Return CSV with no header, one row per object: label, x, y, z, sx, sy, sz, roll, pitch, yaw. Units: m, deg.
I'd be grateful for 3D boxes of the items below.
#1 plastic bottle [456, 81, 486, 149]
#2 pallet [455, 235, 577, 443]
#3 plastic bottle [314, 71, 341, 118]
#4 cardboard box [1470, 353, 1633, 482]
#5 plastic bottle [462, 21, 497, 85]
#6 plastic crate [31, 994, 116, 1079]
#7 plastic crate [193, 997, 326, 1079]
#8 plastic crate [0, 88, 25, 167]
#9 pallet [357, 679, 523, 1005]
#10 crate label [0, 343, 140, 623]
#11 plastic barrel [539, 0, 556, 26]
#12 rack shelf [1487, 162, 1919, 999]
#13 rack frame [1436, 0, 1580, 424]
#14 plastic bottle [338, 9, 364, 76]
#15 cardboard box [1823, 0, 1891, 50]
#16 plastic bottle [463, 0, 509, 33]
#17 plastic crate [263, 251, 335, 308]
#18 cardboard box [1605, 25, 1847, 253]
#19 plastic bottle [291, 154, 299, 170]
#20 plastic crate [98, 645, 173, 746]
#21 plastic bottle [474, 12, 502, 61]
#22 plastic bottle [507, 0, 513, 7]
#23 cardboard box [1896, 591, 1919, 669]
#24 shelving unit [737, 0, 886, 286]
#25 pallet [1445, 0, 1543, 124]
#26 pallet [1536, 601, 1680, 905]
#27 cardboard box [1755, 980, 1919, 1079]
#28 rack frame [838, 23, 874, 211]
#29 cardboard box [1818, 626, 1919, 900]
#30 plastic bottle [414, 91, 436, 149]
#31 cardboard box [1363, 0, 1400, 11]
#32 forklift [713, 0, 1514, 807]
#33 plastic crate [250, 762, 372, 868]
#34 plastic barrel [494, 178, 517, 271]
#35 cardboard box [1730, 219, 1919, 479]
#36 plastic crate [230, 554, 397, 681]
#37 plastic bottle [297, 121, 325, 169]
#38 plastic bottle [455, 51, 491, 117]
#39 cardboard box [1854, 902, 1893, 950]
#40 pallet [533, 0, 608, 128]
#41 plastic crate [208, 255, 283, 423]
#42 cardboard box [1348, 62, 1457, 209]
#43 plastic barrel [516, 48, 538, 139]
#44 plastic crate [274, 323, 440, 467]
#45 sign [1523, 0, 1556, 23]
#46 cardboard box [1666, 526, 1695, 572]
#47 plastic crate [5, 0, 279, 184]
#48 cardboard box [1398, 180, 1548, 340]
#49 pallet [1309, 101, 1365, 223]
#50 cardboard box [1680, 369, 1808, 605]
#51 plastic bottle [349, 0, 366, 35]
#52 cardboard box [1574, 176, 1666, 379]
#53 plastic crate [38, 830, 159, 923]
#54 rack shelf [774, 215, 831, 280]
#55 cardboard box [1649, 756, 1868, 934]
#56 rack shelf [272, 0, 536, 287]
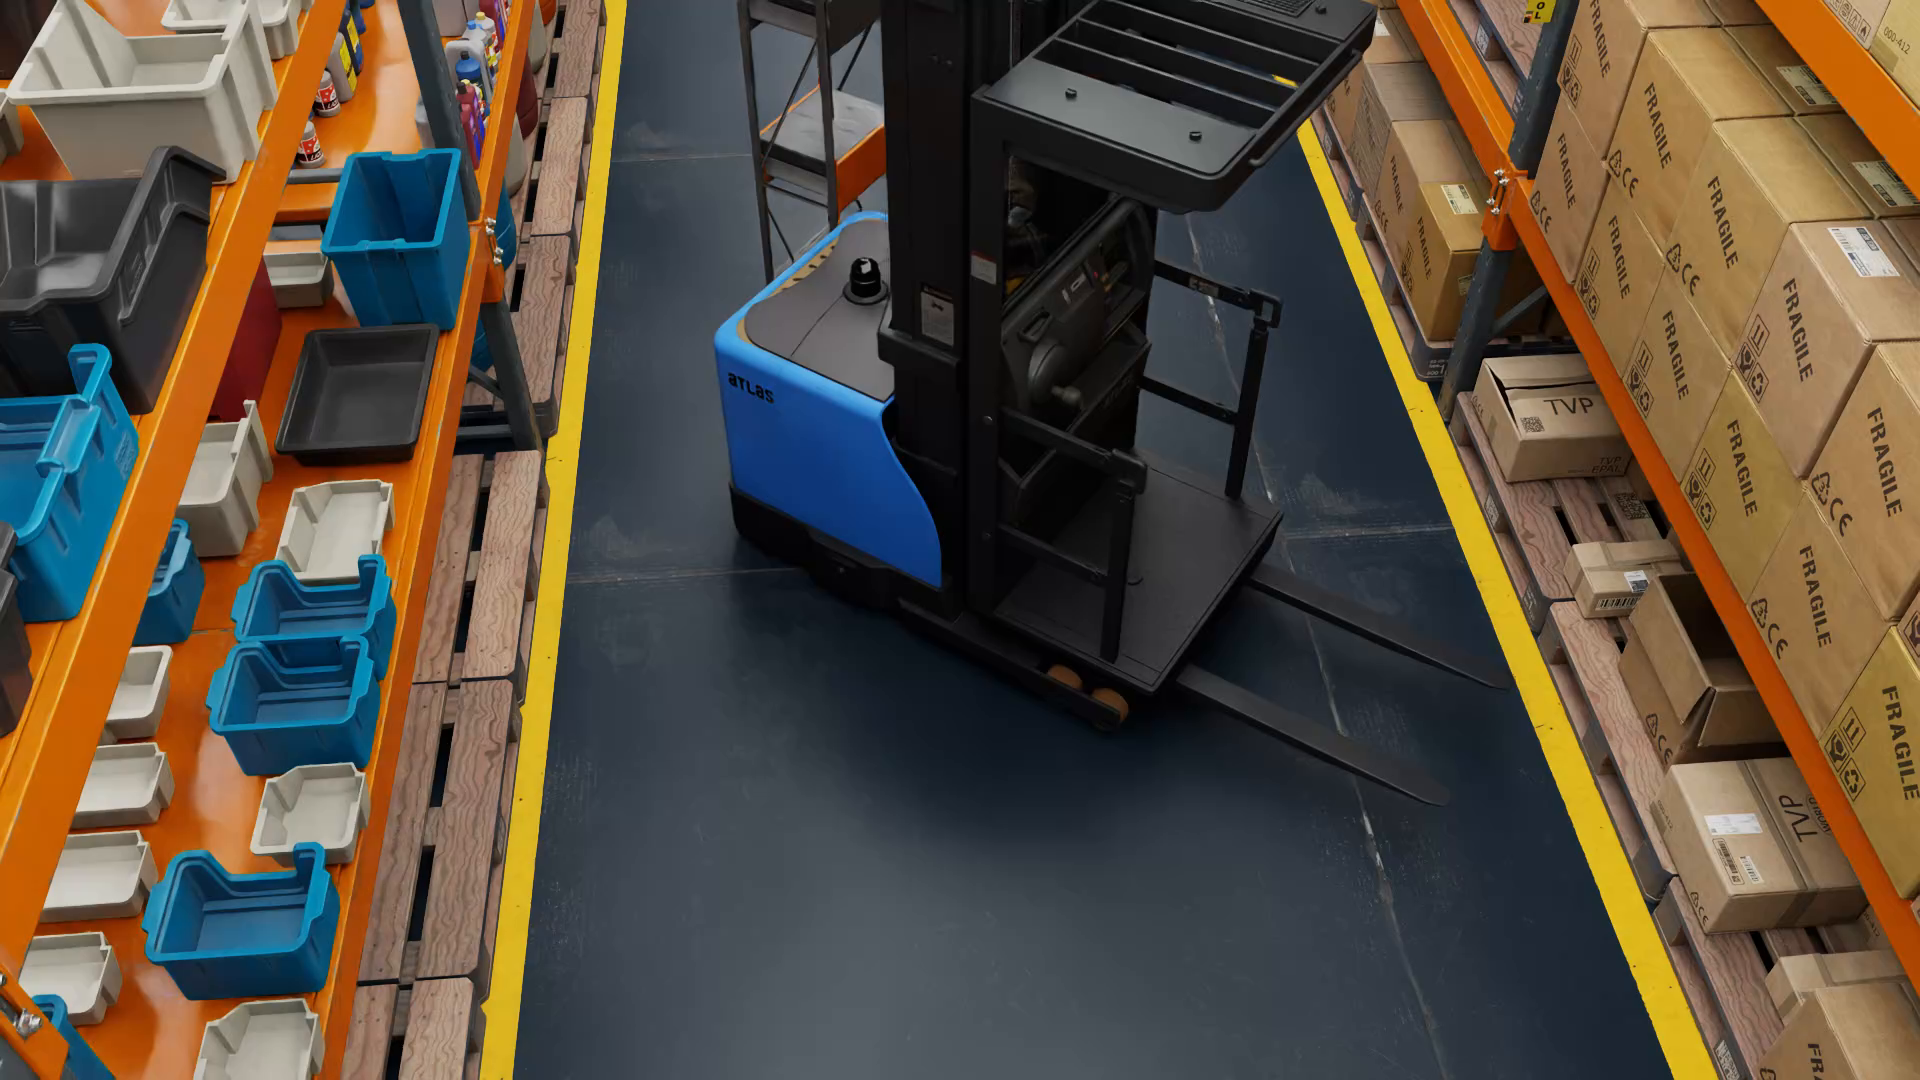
plastic bottle,-1.913,-1.673,6.486,0.061,0.283,0.133,-3,47,-3
pallet,-2.319,-0.928,7.620,1.003,0.211,1.213,-3,47,-3
plastic bottle,-2.559,-1.808,6.670,0.097,0.201,0.097,0,47,0
cardboard box,2.460,-0.534,6.875,0.500,0.311,0.500,-3,47,-3
plastic bottle,-1.968,-1.990,6.794,0.097,0.271,0.097,0,47,0
plastic crate,-2.176,1.305,3.519,0.616,0.435,0.499,-3,47,-3
plastic crate,-1.598,1.203,3.822,0.250,0.136,0.298,-3,47,-3
plastic crate,-2.382,-0.852,3.743,0.437,0.136,0.530,-3,47,-3
pallet,-2.091,1.048,5.749,1.003,0.211,1.213,-3,47,-3
crate label,-1.717,-0.099,2.951,0.408,0.251,0.502,-3,47,-3
plastic barrel,-2.573,-3.265,9.118,0.600,0.830,0.708,-3,47,-3
rack shelf,2.807,0.070,5.249,1.077,0.370,4.000,-3,47,-3
rack frame,2.640,-1.624,6.359,1.000,3.000,0.127,-3,47,-3
plastic bottle,-2.571,-2.096,6.840,0.144,0.351,0.185,-3,47,-3
cardboard box,2.512,-1.513,4.291,0.500,0.250,0.500,-3,47,-3
plastic bottle,-2.033,-2.311,7.095,0.152,0.276,0.135,-3,47,-3
plastic crate,-2.400,-0.910,5.823,0.396,0.136,0.243,-3,47,-3
cardboard box,2.443,-1.271,5.267,0.500,0.500,0.500,-5,47,-5
plastic bottle,-2.651,-1.549,6.373,0.152,0.276,0.135,-3,47,-3
plastic crate,-2.311,0.436,4.548,0.298,0.136,0.250,-3,47,-3
plastic bottle,-1.985,-2.107,6.953,0.097,0.201,0.097,0,47,0
plastic bottle,-2.052,-2.479,7.254,0.152,0.276,0.135,-3,47,-3
cardboard box,2.620,0.221,3.854,0.500,0.500,0.500,-2,47,-2
shelving unit,-0.536,-1.545,6.904,0.431,2.100,0.503,24,51,21
pallet,2.682,-2.143,6.982,1.003,0.211,1.213,-3,47,-3
pallet,2.802,0.717,6.063,1.003,0.211,1.213,-3,47,-3
cardboard box,2.684,1.600,4.724,0.500,0.500,0.500,-3,47,-3
rack frame,-0.408,-1.696,7.046,0.400,2.100,0.015,24,51,21
cardboard box,2.619,0.553,4.228,0.500,0.500,0.500,-3,47,-3
plastic bottle,-2.006,-1.612,6.382,0.144,0.351,0.185,-3,47,-3
cardboard box,2.145,-2.722,8.817,0.500,0.500,0.500,-4,47,-4
forklift,0.582,-0.740,5.569,3.031,2.935,1.130,25,52,22
plastic crate,-1.655,0.712,4.287,0.250,0.136,0.298,-3,47,-3
plastic barrel,-2.384,-1.656,7.544,0.600,0.901,0.708,-3,47,-3
cardboard box,2.529,-0.525,4.561,0.500,0.500,0.500,-2,47,-2
plastic crate,-1.789,0.237,4.670,0.416,0.233,0.300,-3,47,-3
plastic bottle,-2.529,-1.544,6.420,0.097,0.201,0.097,0,47,0
plastic bottle,-1.949,-1.822,6.635,0.097,0.271,0.097,0,47,0
cardboard box,3.170,1.292,5.188,0.500,0.250,0.500,-3,47,-3
pallet,-2.524,-2.693,9.292,1.003,0.211,1.213,-3,47,-3
plastic crate,-2.471,-0.707,5.405,0.402,0.464,0.583,-3,47,-3
cardboard box,2.239,-1.976,8.111,0.500,0.500,0.500,-3,47,-3
plastic barrel,-2.479,-2.365,8.432,0.600,0.588,0.708,-3,47,-3
plastic crate,-1.935,-0.458,5.403,0.437,0.125,0.590,-3,47,-3
sign,2.087,-1.986,5.904,0.100,0.325,0.005,-3,47,-3
cardboard box,3.033,0.087,6.287,0.500,0.311,0.500,-3,47,-3
plastic crate,-1.839,-1.045,3.826,0.437,0.282,0.530,-3,47,-3
cardboard box,2.313,-1.255,7.428,0.500,0.500,0.500,-4,47,-4
pallet,2.429,-2.136,8.764,1.003,0.211,1.213,-3,47,-3
cardboard box,2.541,-0.173,4.915,0.500,0.500,0.500,-4,47,-4
plastic bottle,-2.613,-2.295,7.082,0.097,0.271,0.097,0,47,0
cardboard box,2.457,-0.903,5.607,0.500,0.500,0.500,-3,47,-3
plastic crate,-2.220,0.849,4.157,0.396,0.136,0.243,-3,47,-3
rack shelf,-0.536,-1.054,7.422,0.431,0.518,0.480,24,51,21
cardboard box,2.634,0.997,5.467,0.500,0.250,0.500,-3,47,-3
rack shelf,-2.464,-2.525,7.708,1.077,0.370,4.000,-3,47,-3
